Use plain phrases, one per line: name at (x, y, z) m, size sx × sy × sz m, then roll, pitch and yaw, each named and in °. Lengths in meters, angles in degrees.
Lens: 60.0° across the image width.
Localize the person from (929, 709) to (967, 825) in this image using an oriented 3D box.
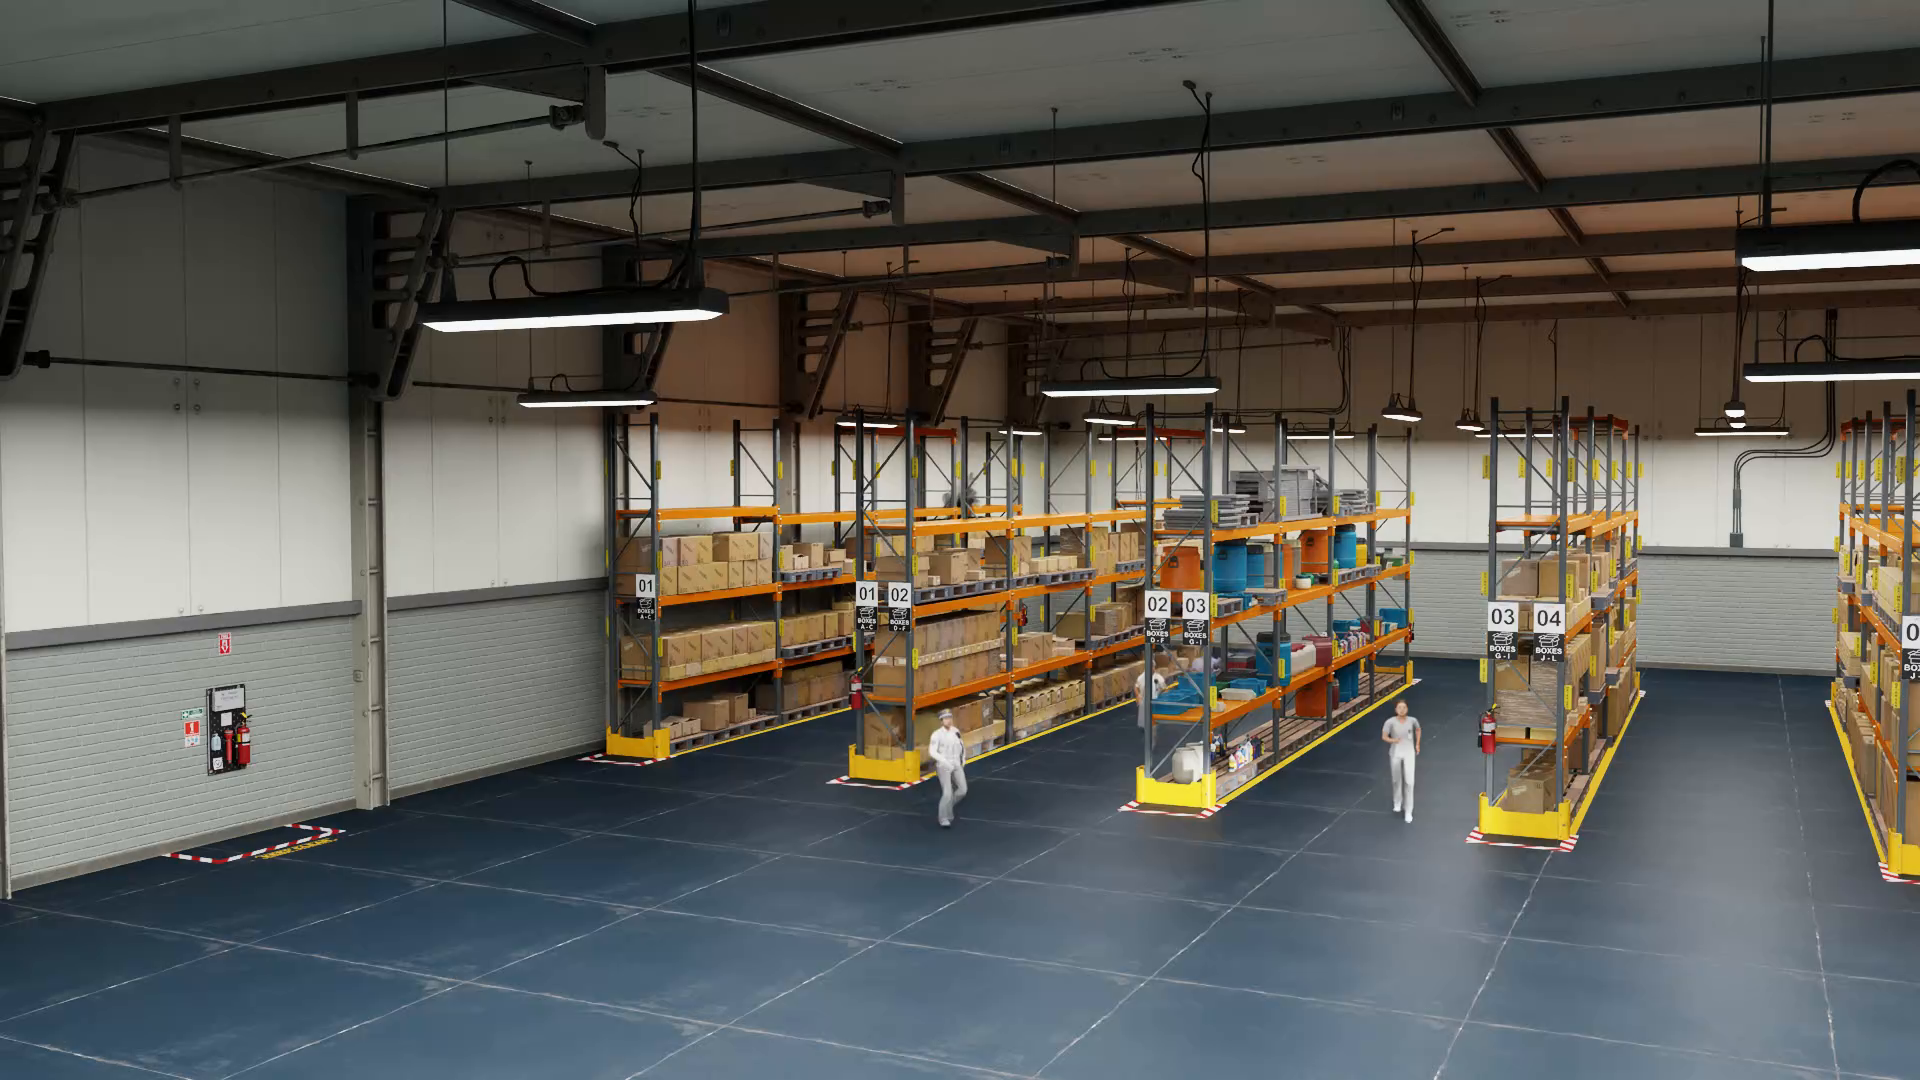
person at (-0.134, 3.192, 23.370) m, size 0.629 × 1.652 × 0.534 m, roll -1°, pitch 3°, yaw -31°

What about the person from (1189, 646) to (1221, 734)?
person at (4.661, 2.823, 31.697) m, size 0.612 × 1.634 × 0.852 m, roll 1°, pitch 3°, yaw 23°

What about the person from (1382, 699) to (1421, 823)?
person at (6.362, 3.150, 23.977) m, size 0.557 × 1.729 × 0.807 m, roll 1°, pitch 2°, yaw 12°

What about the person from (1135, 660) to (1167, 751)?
person at (3.391, 2.945, 29.614) m, size 0.588 × 1.620 × 0.543 m, roll 1°, pitch 2°, yaw 15°
